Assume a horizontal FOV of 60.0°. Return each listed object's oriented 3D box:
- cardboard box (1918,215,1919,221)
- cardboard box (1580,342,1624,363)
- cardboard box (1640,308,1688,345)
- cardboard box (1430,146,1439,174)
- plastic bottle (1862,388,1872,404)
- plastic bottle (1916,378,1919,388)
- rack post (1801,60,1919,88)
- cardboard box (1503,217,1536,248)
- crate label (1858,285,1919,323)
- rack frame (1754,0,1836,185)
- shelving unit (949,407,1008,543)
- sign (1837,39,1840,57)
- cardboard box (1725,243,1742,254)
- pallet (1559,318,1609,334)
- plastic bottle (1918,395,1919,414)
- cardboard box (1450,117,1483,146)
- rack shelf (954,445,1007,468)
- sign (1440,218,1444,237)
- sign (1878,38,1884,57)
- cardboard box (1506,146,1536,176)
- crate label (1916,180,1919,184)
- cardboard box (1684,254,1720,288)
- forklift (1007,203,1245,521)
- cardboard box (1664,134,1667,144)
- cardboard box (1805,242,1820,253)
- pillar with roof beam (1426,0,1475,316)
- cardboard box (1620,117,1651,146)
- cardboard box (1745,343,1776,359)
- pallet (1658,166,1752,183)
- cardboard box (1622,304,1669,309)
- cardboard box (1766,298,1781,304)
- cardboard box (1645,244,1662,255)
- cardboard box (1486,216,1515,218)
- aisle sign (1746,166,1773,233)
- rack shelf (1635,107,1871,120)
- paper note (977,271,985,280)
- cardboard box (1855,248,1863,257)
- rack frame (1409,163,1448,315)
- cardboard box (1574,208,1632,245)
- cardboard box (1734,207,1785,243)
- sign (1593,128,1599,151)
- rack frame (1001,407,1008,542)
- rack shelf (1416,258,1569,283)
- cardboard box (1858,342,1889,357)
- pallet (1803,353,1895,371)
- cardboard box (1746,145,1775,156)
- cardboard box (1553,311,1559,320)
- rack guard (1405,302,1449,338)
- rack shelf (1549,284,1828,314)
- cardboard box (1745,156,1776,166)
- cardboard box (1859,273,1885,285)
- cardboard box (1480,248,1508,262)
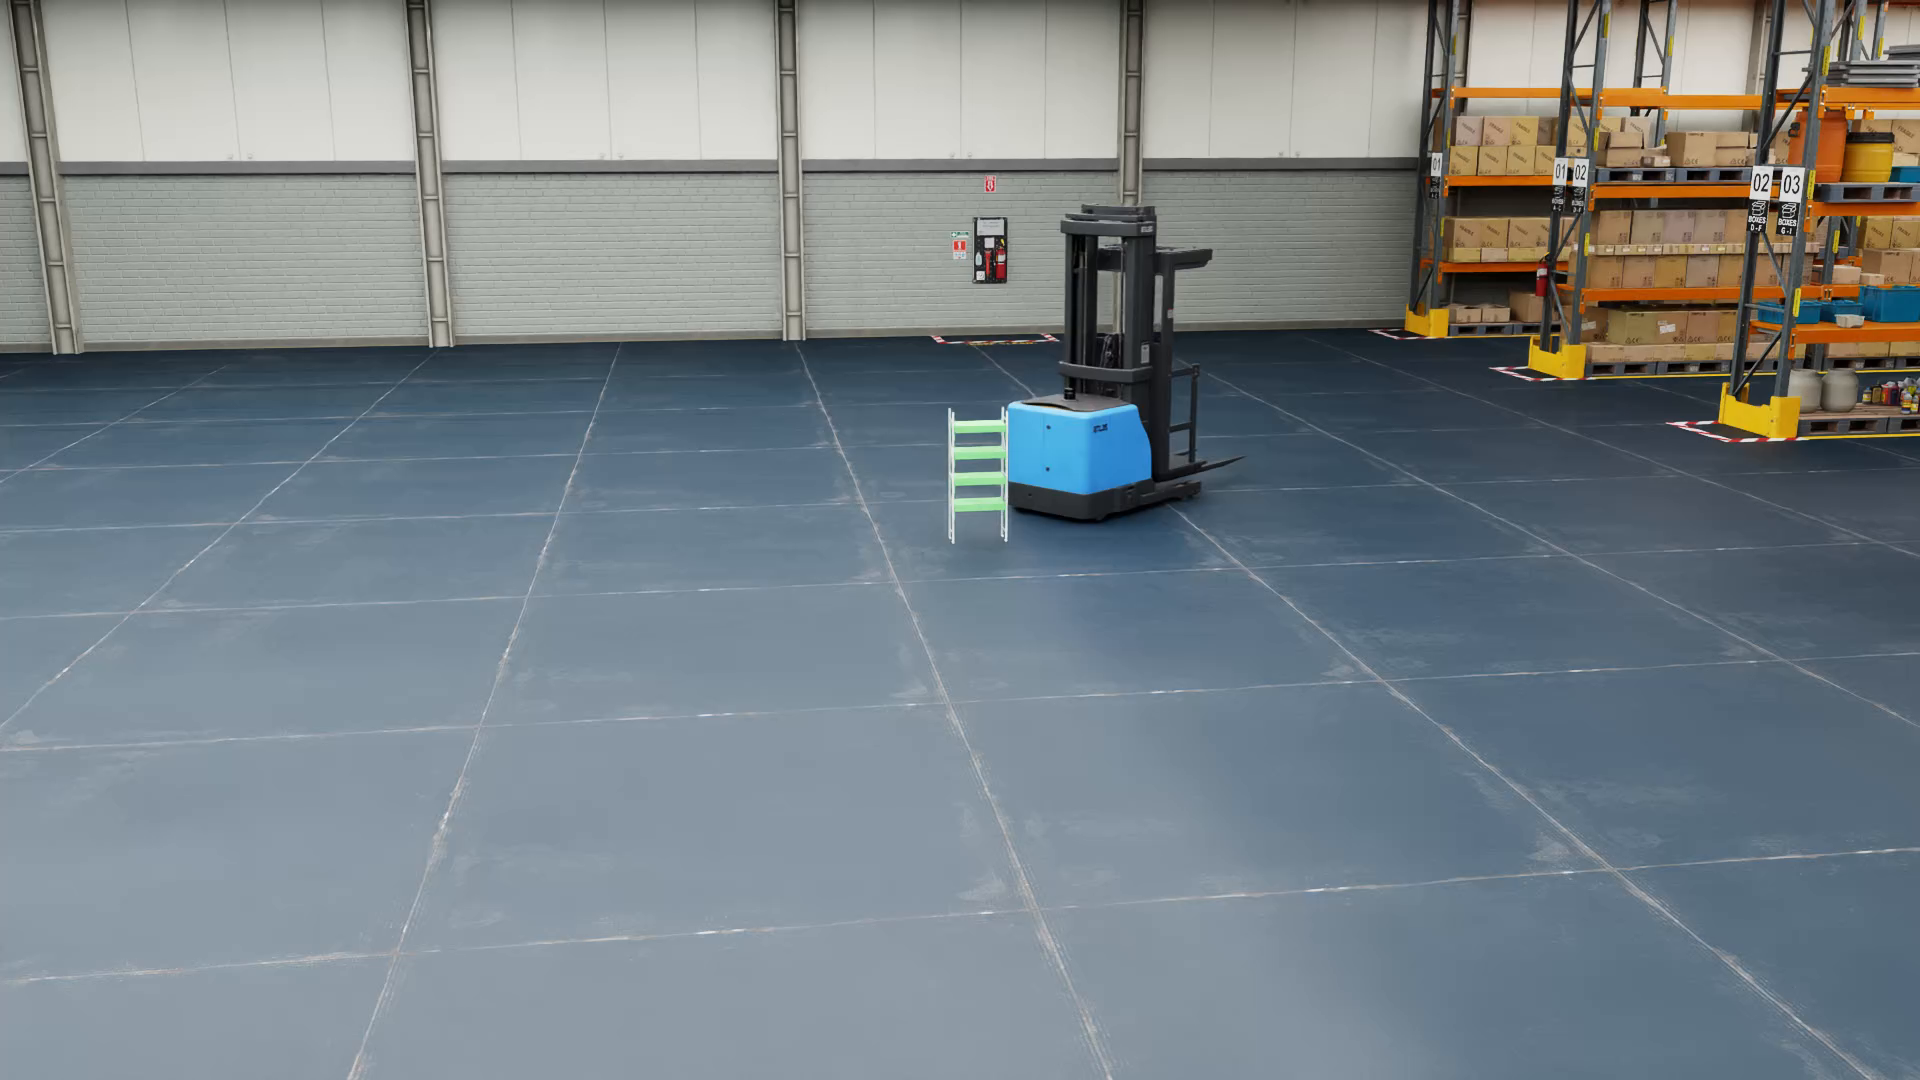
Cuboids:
[{"bbox_3d":[17.798,-6.049,30.776,0.500,0.250,0.500,-2,14,-8],"label":"cardboard box"},{"bbox_3d":[9.680,-2.844,25.186,0.500,0.250,0.500,-2,14,-8],"label":"cardboard box"},{"bbox_3d":[10.666,-3.248,25.254,0.500,0.500,0.500,-2,14,-8],"label":"cardboard box"},{"bbox_3d":[8.749,-6.789,29.713,0.500,0.500,0.500,-1,14,-4],"label":"cardboard box"},{"bbox_3d":[11.601,-1.845,21.260,0.097,0.201,0.097,0,14,0],"label":"plastic bottle"},{"bbox_3d":[12.339,-1.939,21.327,0.185,0.351,0.144,-2,14,-9],"label":"plastic bottle"},{"bbox_3d":[10.617,-5.481,19.605,0.954,0.300,0.937,-1,14,-2],"label":"rack post"},{"bbox_3d":[9.893,-5.478,29.625,0.500,0.500,0.500,-3,14,-10],"label":"cardboard box"},{"bbox_3d":[11.630,-2.966,20.808,0.616,0.435,0.502,-2,14,-8],"label":"crate label"},{"bbox_3d":[9.850,-5.727,19.557,0.127,3.000,1.000,-2,14,-8],"label":"rack frame"},{"bbox_3d":[0.164,-0.588,15.100,0.503,1.200,0.258,-2,14,-8],"label":"shelving unit"},{"bbox_3d":[16.199,-9.063,30.615,0.005,0.325,0.100,-2,14,-8],"label":"sign"},{"bbox_3d":[11.579,-4.409,25.099,0.250,0.149,0.380,-2,14,-7],"label":"cardboard box"},{"bbox_3d":[11.671,-3.959,30.576,1.213,0.211,1.003,-2,14,-8],"label":"pallet"},{"bbox_3d":[11.916,-1.707,20.542,0.133,0.283,0.061,-2,14,-7],"label":"plastic bottle"},{"bbox_3d":[8.792,-7.154,29.111,0.500,0.500,0.500,-3,14,-12],"label":"cardboard box"},{"bbox_3d":[0.164,-0.759,15.057,0.480,0.148,0.258,-2,14,-8],"label":"rack shelf"},{"bbox_3d":[8.456,-5.489,29.164,0.005,0.325,0.100,-2,14,-8],"label":"sign"},{"bbox_3d":[16.376,-8.761,29.573,0.005,0.325,0.100,-2,14,-8],"label":"sign"},{"bbox_3d":[9.792,-6.696,29.341,0.500,0.500,0.500,-1,14,-6],"label":"cardboard box"},{"bbox_3d":[11.751,-4.188,19.894,0.408,0.251,0.502,-2,14,-8],"label":"crate label"},{"bbox_3d":[11.110,-4.128,25.308,0.500,0.500,0.700,-2,14,-7],"label":"cardboard box"},{"bbox_3d":[1.810,-1.894,16.750,1.130,2.935,3.031,13,19,41],"label":"forklift"},{"bbox_3d":[12.882,-7.053,29.942,0.500,0.500,0.500,0,14,0],"label":"cardboard box"},{"bbox_3d":[12.835,-4.455,25.281,0.250,0.149,0.380,-2,14,-8],"label":"cardboard box"},{"bbox_3d":[9.579,-7.308,25.861,0.400,9.000,9.100,-2,14,-8],"label":"pillar with roof beam"},{"bbox_3d":[11.875,-7.260,29.534,0.500,0.500,0.500,-3,14,-13],"label":"cardboard box"},{"bbox_3d":[12.150,-2.938,25.561,0.500,0.250,0.500,-2,14,-8],"label":"cardboard box"},{"bbox_3d":[11.028,-5.485,24.941,1.213,0.211,1.003,-2,14,-8],"label":"pallet"},{"bbox_3d":[10.589,-3.373,25.752,0.500,0.500,0.500,-2,14,-8],"label":"cardboard box"},{"bbox_3d":[15.054,-4.461,31.079,0.500,0.500,0.700,-2,14,-8],"label":"cardboard box"},{"bbox_3d":[10.294,-4.362,24.908,0.250,0.149,0.380,-2,14,-9],"label":"cardboard box"},{"bbox_3d":[9.819,-5.604,30.128,0.500,0.500,0.500,-2,14,-10],"label":"cardboard box"},{"bbox_3d":[9.735,-4.147,20.246,0.004,0.787,0.394,-2,14,-8],"label":"aisle sign"},{"bbox_3d":[14.308,-7.784,30.063,4.000,0.370,1.077,-2,14,-8],"label":"rack shelf"},{"bbox_3d":[0.370,-4.718,29.681,0.142,0.148,0.016,-2,14,-8],"label":"paper note"},{"bbox_3d":[16.645,-5.334,30.799,0.250,0.149,0.380,-2,14,-9],"label":"cardboard box"},{"bbox_3d":[8.375,-5.200,29.789,0.127,3.000,1.000,-2,14,-8],"label":"rack frame"},{"bbox_3d":[9.632,-4.702,24.932,0.500,0.500,0.700,-2,14,-8],"label":"cardboard box"},{"bbox_3d":[12.134,-4.795,25.302,0.500,0.500,0.700,-2,14,-8],"label":"cardboard box"},{"bbox_3d":[9.193,-5.792,24.025,0.005,0.325,0.100,-2,14,-8],"label":"sign"},{"bbox_3d":[0.405,-0.597,15.135,0.015,1.200,0.240,-2,14,-8],"label":"rack frame"},{"bbox_3d":[10.352,-4.923,30.166,4.000,0.370,1.077,-2,14,-8],"label":"rack shelf"},{"bbox_3d":[14.013,-2.997,25.793,0.500,0.250,0.500,-2,14,-7],"label":"cardboard box"},{"bbox_3d":[13.794,-2.837,26.100,1.213,0.211,1.003,-2,14,-8],"label":"pallet"},{"bbox_3d":[12.000,-5.862,25.297,0.500,0.311,0.500,-3,14,-11],"label":"cardboard box"},{"bbox_3d":[10.745,-4.122,30.449,0.250,0.149,0.380,-3,14,-13],"label":"cardboard box"},{"bbox_3d":[8.450,-3.990,30.105,0.348,0.500,1.175,-2,14,-8],"label":"rack guard"},{"bbox_3d":[11.094,-3.732,25.415,4.000,0.370,1.077,-2,14,-8],"label":"rack shelf"},{"bbox_3d":[11.920,-5.649,24.778,0.250,0.149,0.380,-2,14,-8],"label":"cardboard box"},{"bbox_3d":[13.978,-4.014,25.579,0.250,0.149,0.380,-2,14,-8],"label":"cardboard box"},{"bbox_3d":[9.416,-5.100,29.660,0.500,0.250,0.500,-3,14,-10],"label":"cardboard box"}]
